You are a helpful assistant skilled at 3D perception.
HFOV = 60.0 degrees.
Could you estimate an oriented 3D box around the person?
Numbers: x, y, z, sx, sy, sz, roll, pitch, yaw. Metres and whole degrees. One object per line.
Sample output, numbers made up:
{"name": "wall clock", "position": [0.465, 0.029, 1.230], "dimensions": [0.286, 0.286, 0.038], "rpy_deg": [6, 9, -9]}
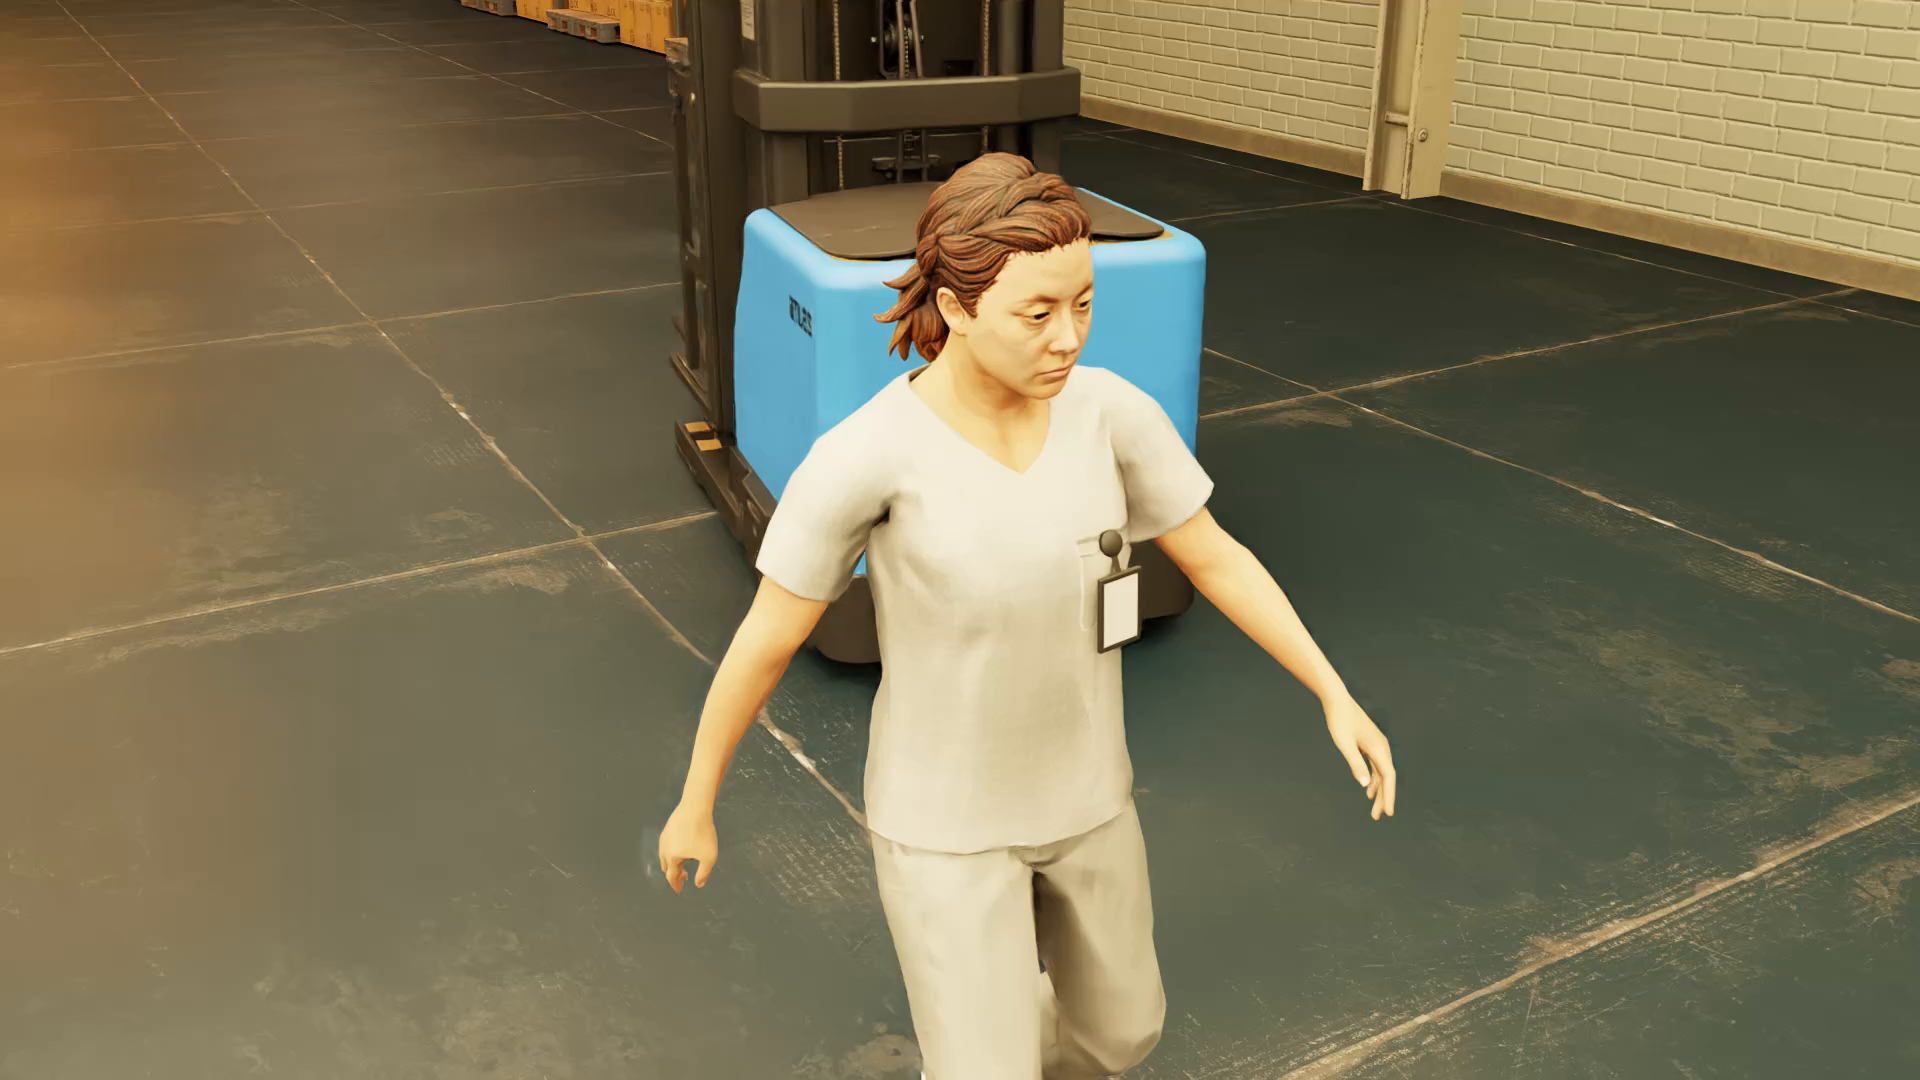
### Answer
{"name": "person", "position": [0.038, 0.345, 2.120], "dimensions": [0.780, 1.657, 0.689], "rpy_deg": [-12, 25, -28]}

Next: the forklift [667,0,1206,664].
{"name": "forklift", "position": [-0.342, -1.574, 5.110], "dimensions": [1.130, 2.935, 3.031], "rpy_deg": [-8, 24, -18]}
